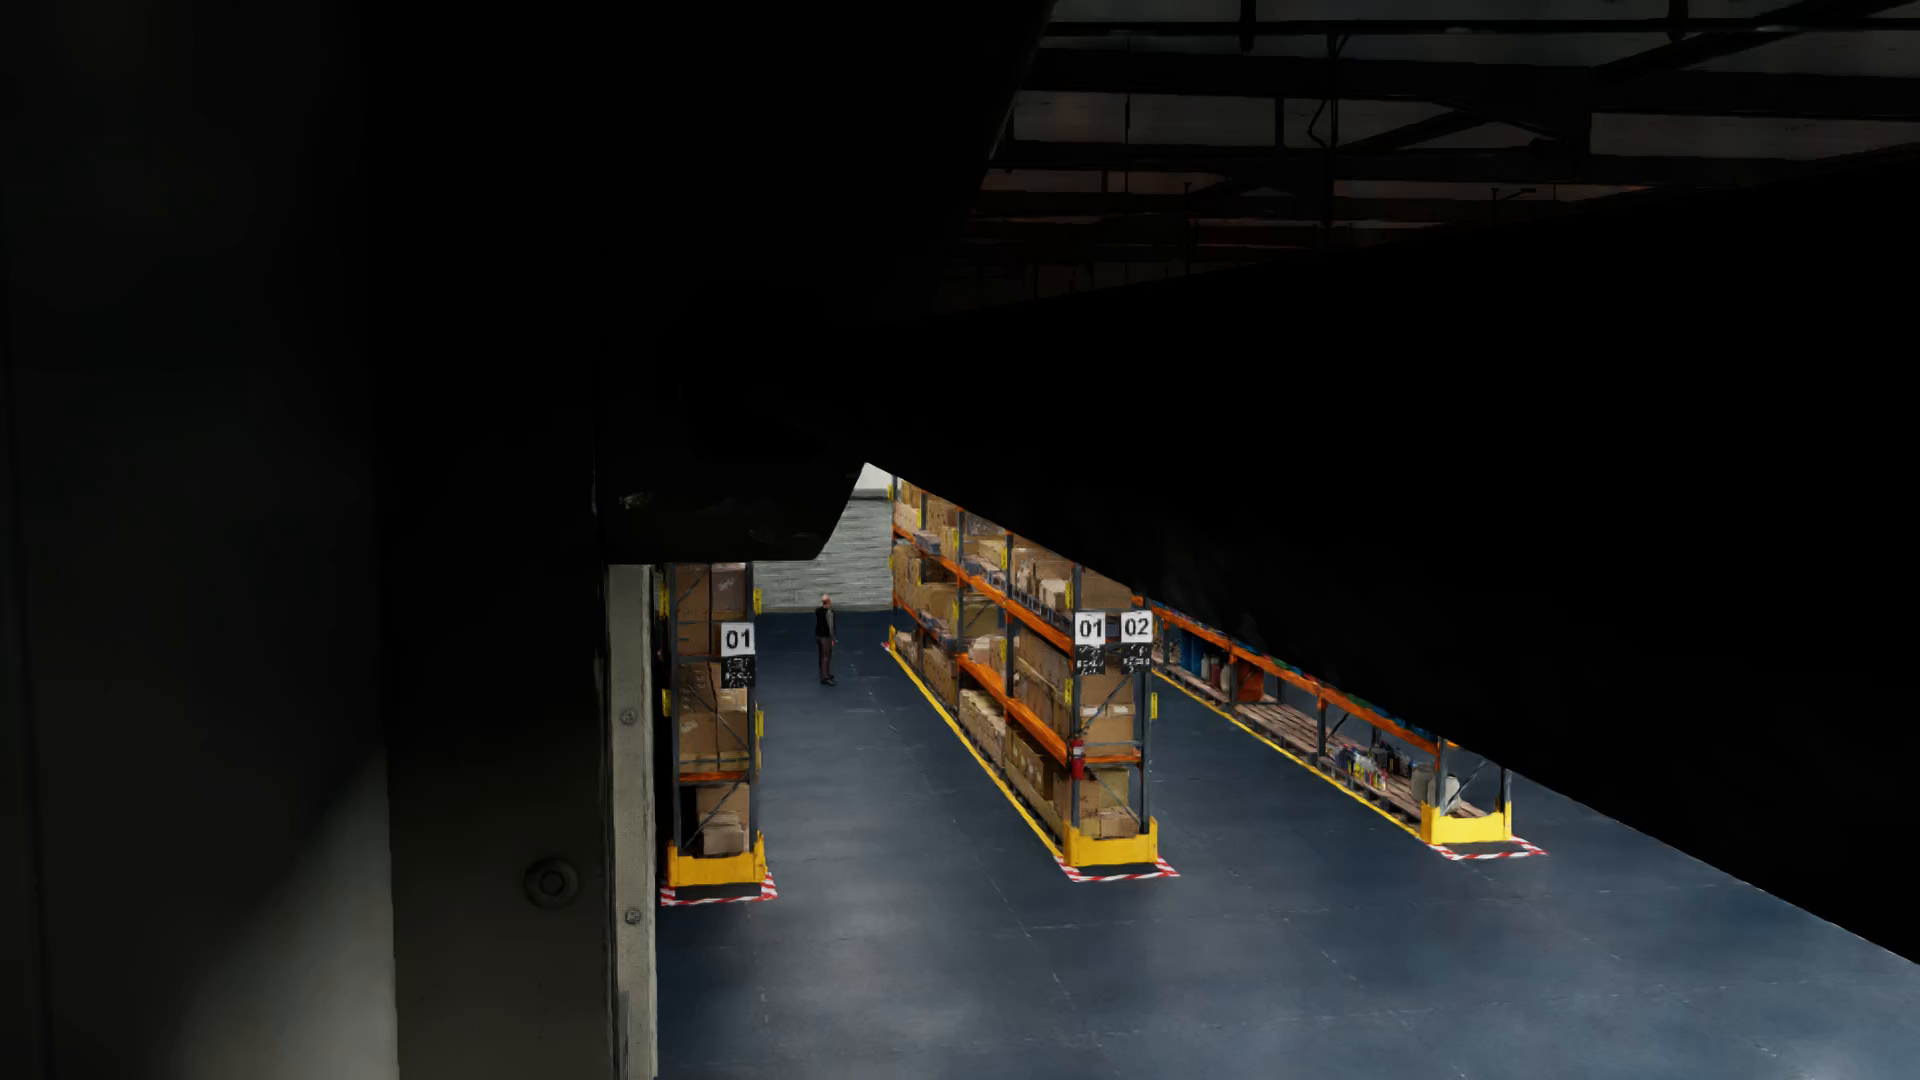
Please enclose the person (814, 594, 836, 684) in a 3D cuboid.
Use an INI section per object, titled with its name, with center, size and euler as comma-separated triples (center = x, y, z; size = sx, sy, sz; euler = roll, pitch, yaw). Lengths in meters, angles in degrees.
[person]
center = -2.600, 1.924, 32.708
size = 0.463, 1.731, 0.591
euler = -4, 7, -33
